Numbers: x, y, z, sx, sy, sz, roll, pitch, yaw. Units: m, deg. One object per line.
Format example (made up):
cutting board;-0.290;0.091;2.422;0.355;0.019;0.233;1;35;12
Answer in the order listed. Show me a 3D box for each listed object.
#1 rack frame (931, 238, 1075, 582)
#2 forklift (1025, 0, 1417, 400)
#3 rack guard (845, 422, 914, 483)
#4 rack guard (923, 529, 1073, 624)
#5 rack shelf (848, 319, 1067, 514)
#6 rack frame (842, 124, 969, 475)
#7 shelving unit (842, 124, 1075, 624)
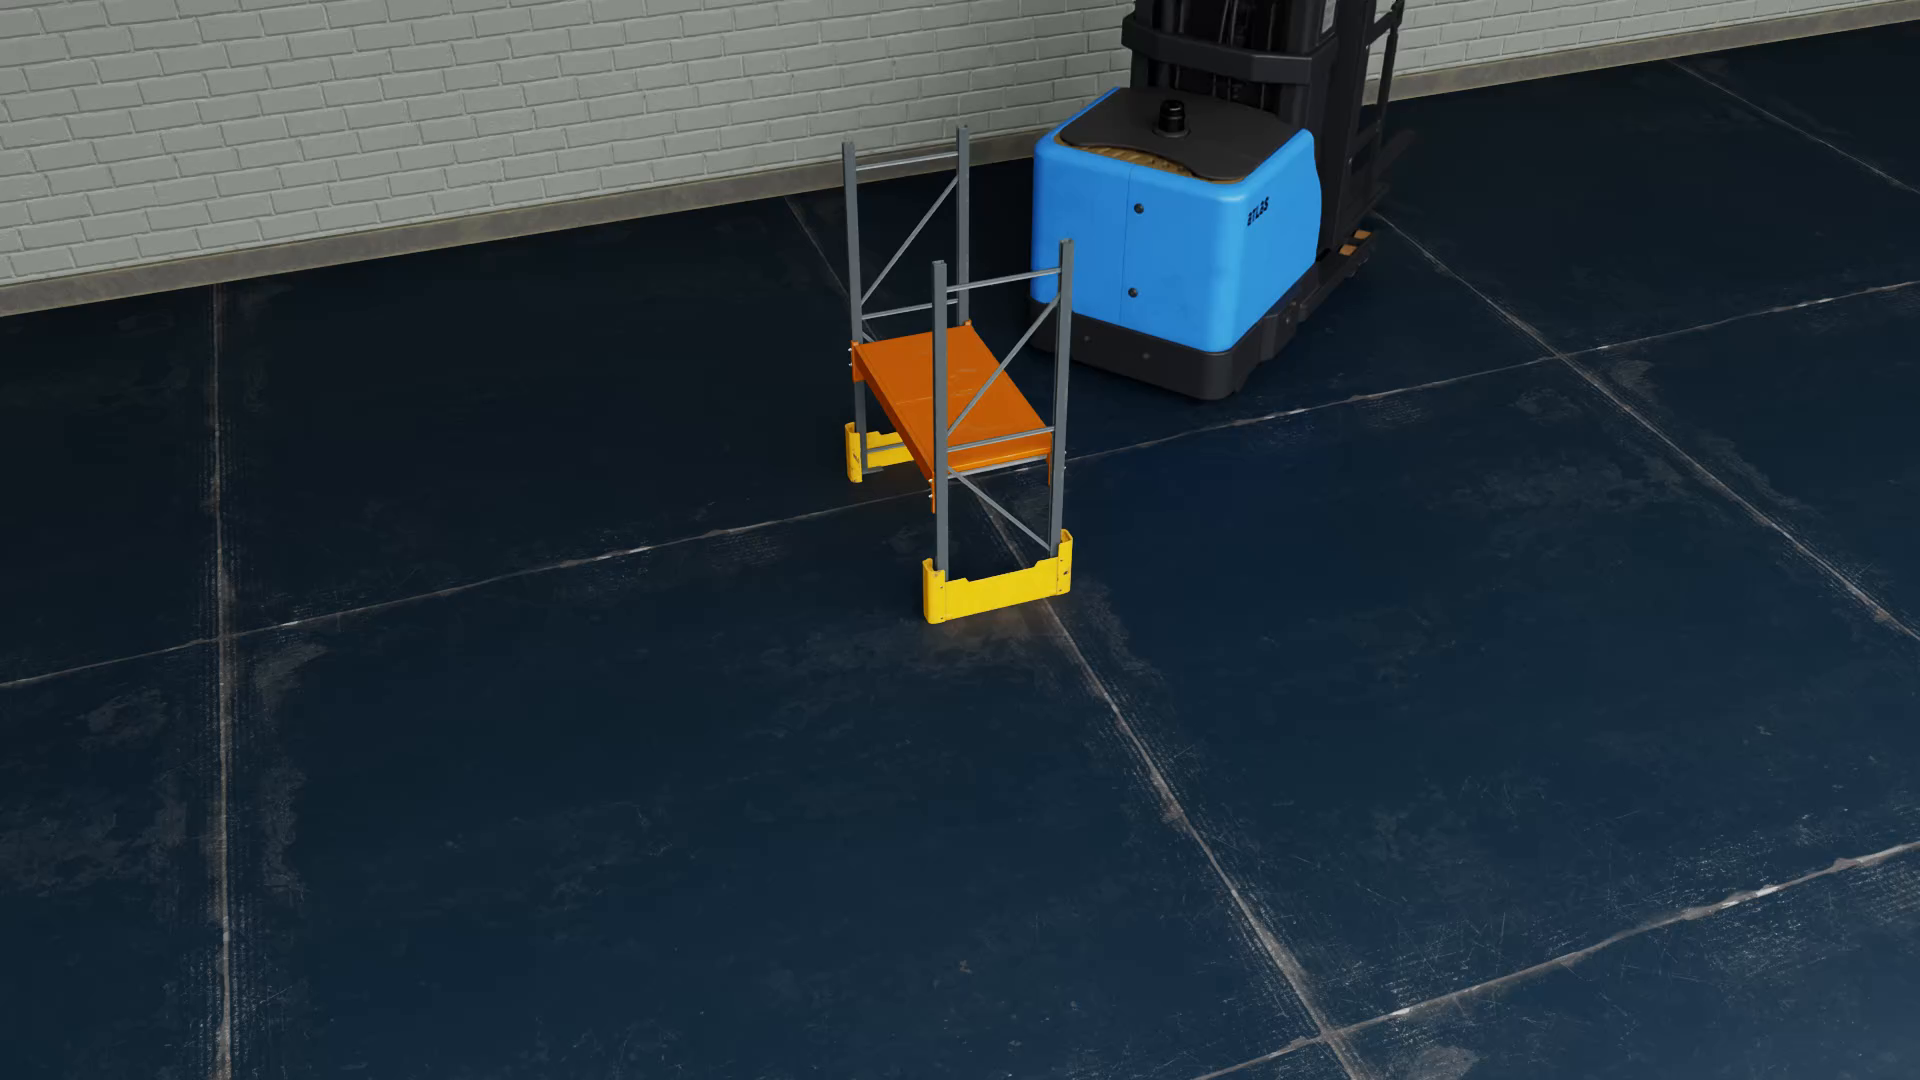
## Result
rack frame;0.146;-0.360;5.981;0.500;1.500;0.032;-12;39;-16
forklift;1.518;-2.655;7.839;1.130;2.935;3.031;21;42;25
rack guard;-0.198;-0.424;7.105;0.587;0.250;0.087;-12;39;-16
rack guard;0.145;0.138;6.358;0.587;0.250;0.087;-12;39;-16
rack shelf;-0.029;-0.504;6.471;0.538;0.185;1.000;-12;39;-16
rack frame;-0.204;-0.934;6.744;0.500;1.500;0.032;-12;39;-16
shelving unit;-0.026;-0.642;6.356;0.587;1.500;1.083;-12;39;-16
